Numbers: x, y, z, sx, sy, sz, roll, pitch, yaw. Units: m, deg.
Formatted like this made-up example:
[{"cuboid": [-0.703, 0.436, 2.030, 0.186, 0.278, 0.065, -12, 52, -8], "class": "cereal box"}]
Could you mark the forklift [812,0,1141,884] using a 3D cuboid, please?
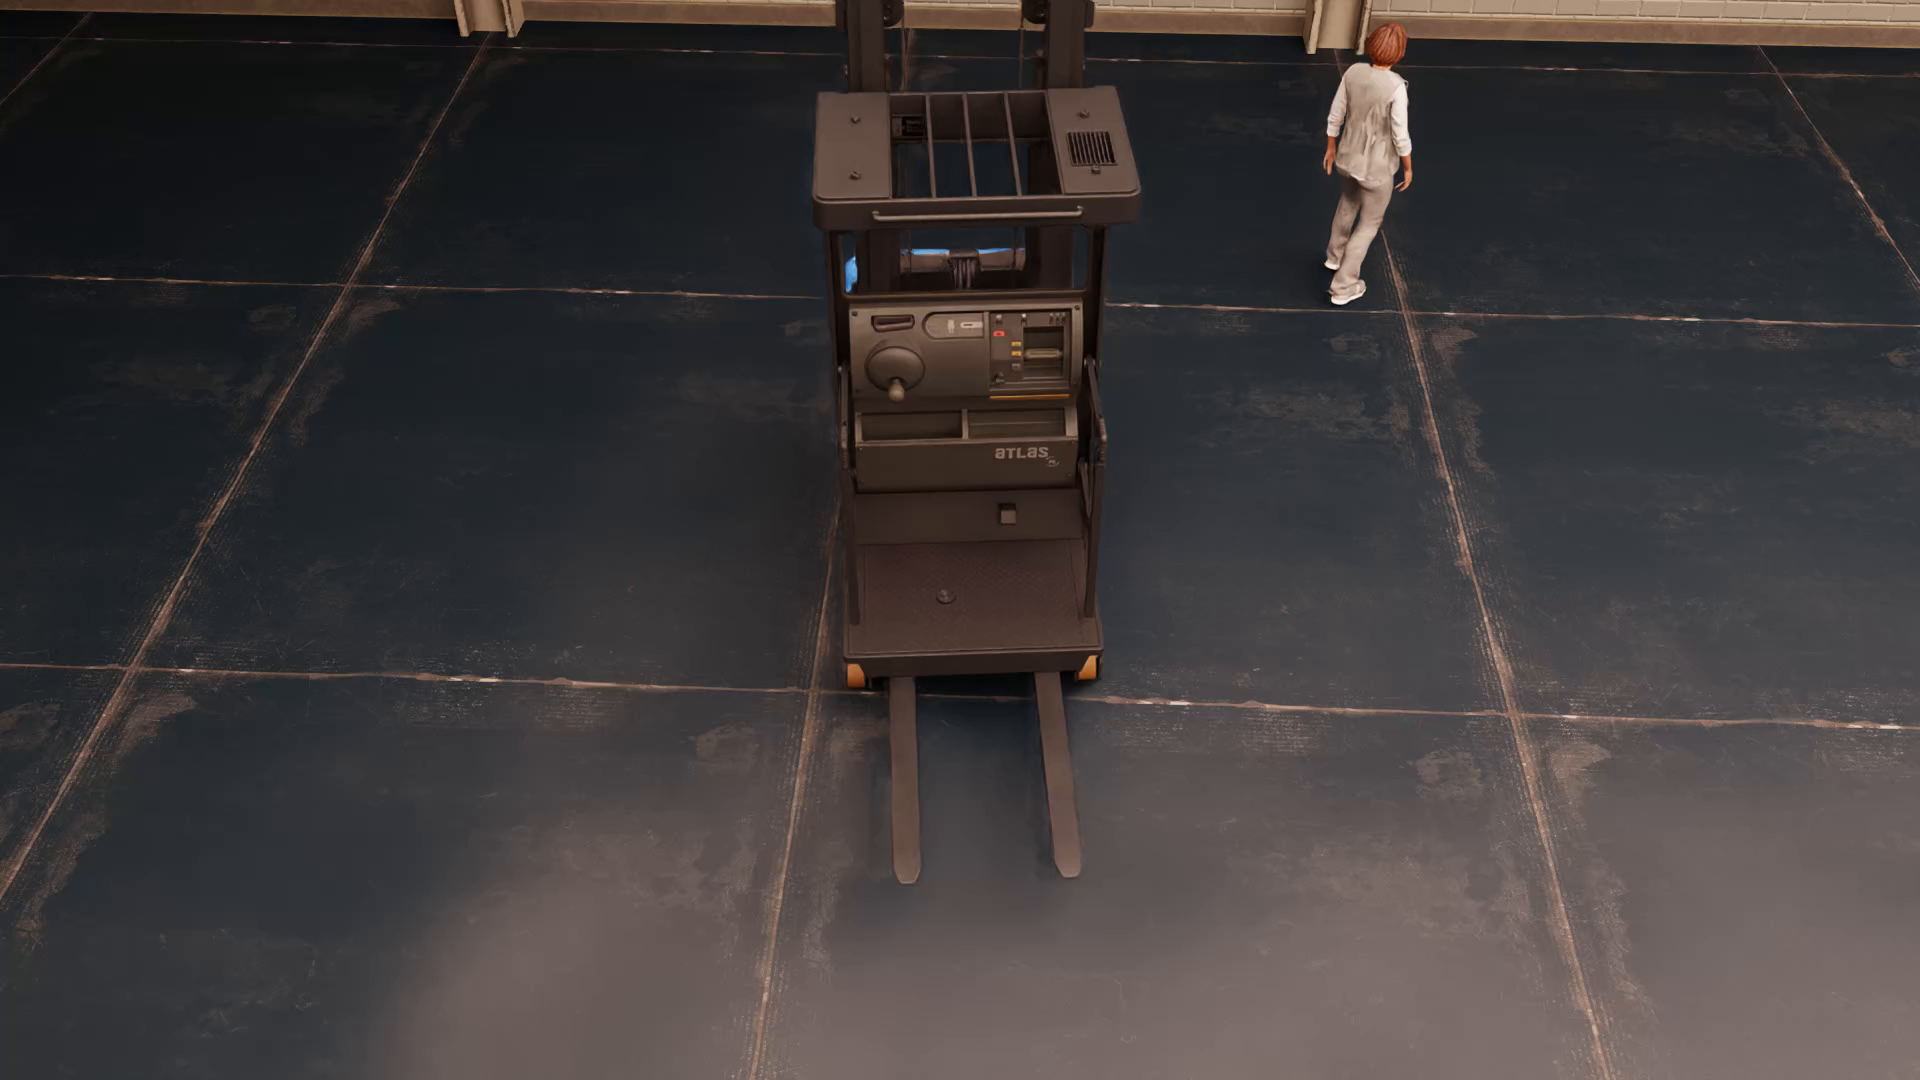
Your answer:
[{"cuboid": [0.037, -0.670, 6.476, 1.130, 2.935, 3.031, -2, 42, -2], "class": "forklift"}]

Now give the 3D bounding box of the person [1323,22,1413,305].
[{"cuboid": [2.219, -2.030, 8.996, 0.499, 1.625, 0.497, -31, 51, -30], "class": "person"}]
